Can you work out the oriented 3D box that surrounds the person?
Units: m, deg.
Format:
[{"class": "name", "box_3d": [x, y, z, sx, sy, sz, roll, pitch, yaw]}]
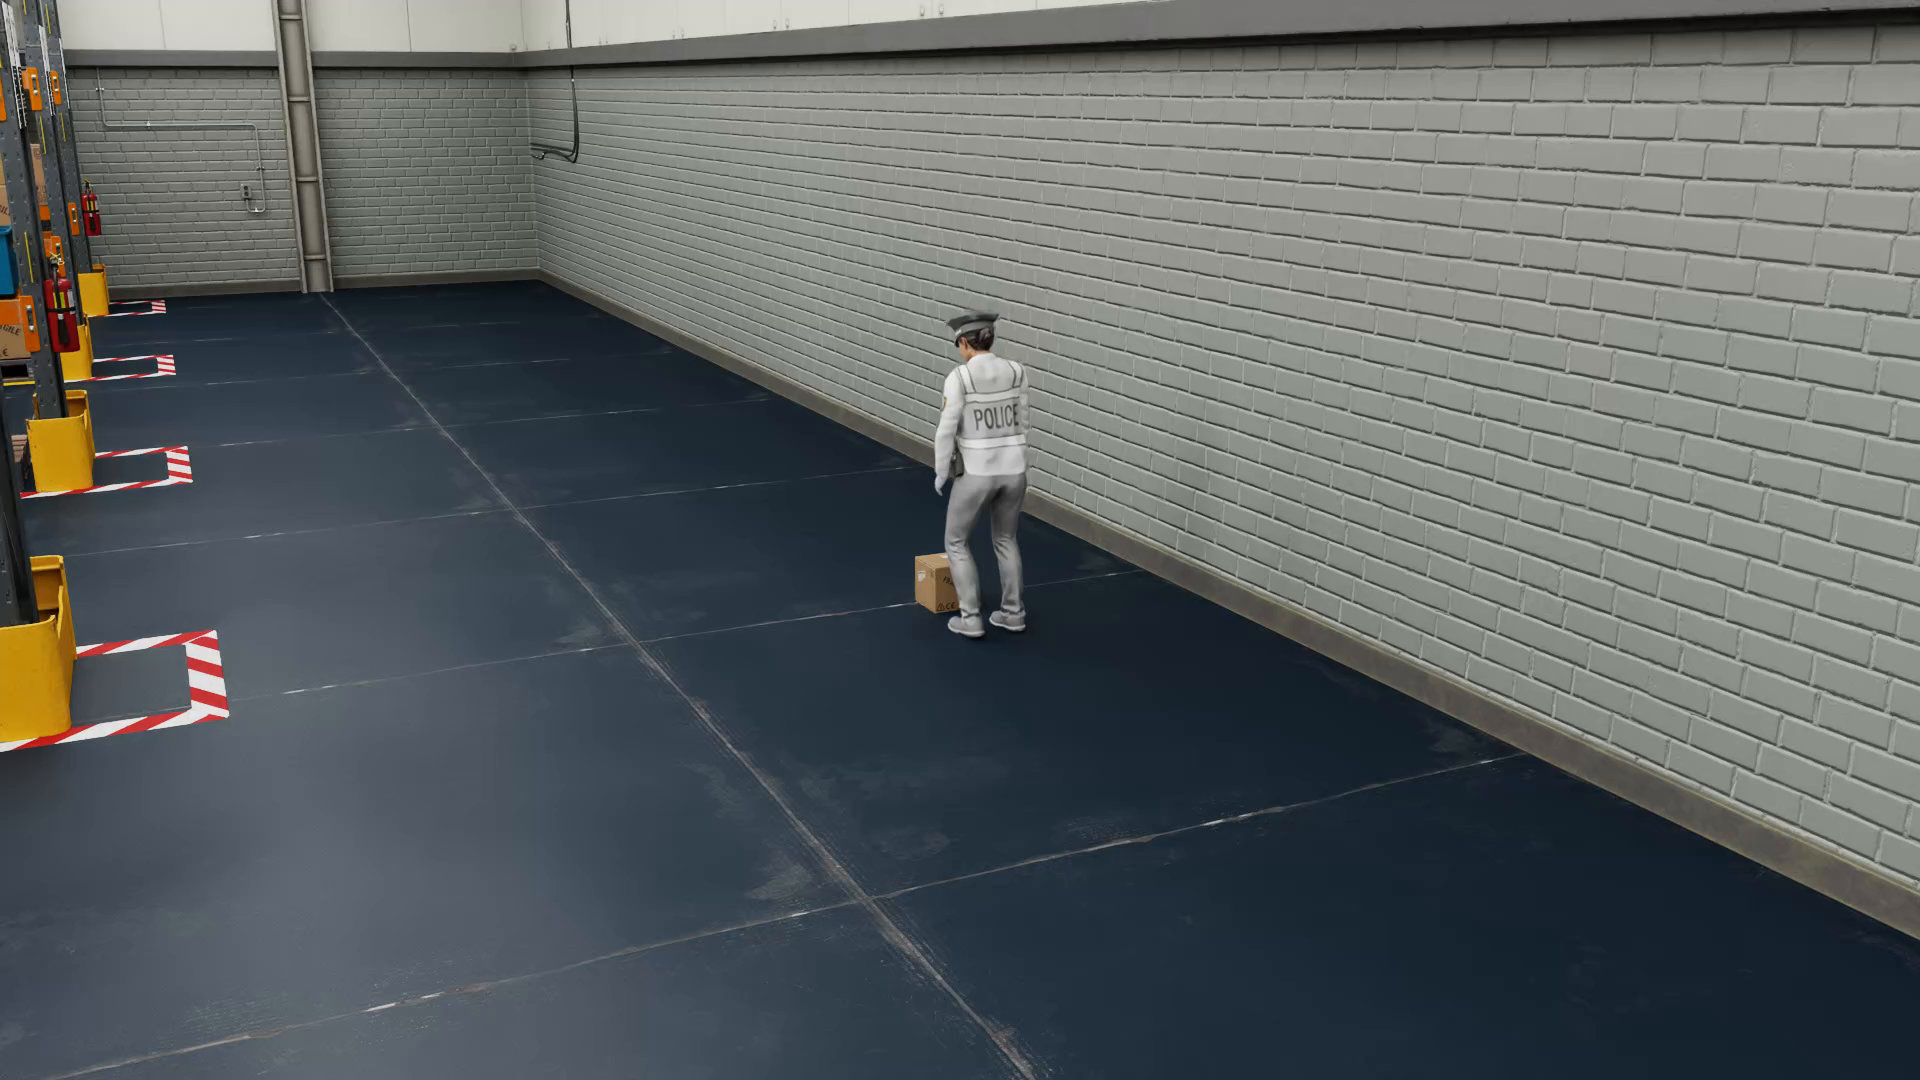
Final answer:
[{"class": "person", "box_3d": [0.107, -0.319, 8.282, 0.500, 1.626, 0.446, -7, 17, -24]}]
